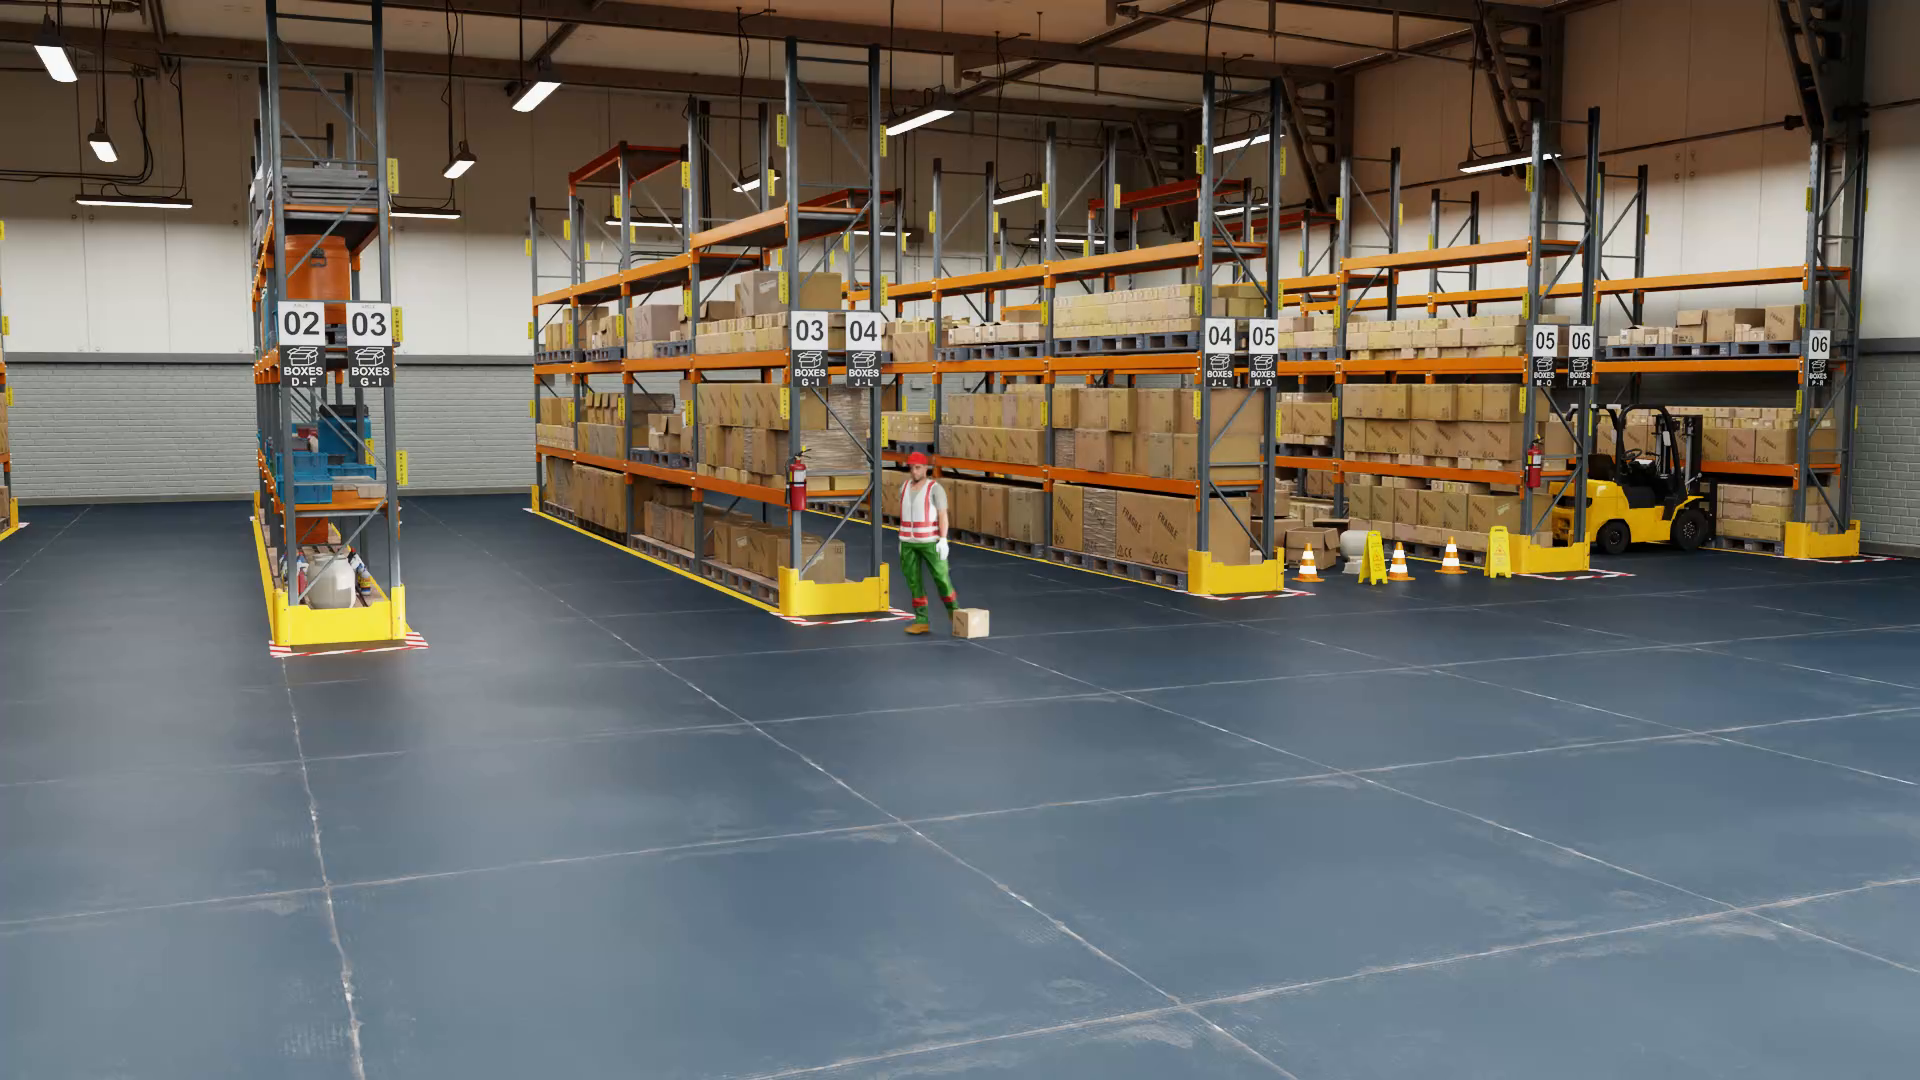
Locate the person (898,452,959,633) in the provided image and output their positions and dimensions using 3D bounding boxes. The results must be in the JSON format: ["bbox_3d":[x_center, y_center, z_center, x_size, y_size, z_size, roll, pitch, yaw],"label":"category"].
[{"bbox_3d":[-0.279,0.022,16.269,0.725,1.779,0.542,2,6,25],"label":"person"}]
